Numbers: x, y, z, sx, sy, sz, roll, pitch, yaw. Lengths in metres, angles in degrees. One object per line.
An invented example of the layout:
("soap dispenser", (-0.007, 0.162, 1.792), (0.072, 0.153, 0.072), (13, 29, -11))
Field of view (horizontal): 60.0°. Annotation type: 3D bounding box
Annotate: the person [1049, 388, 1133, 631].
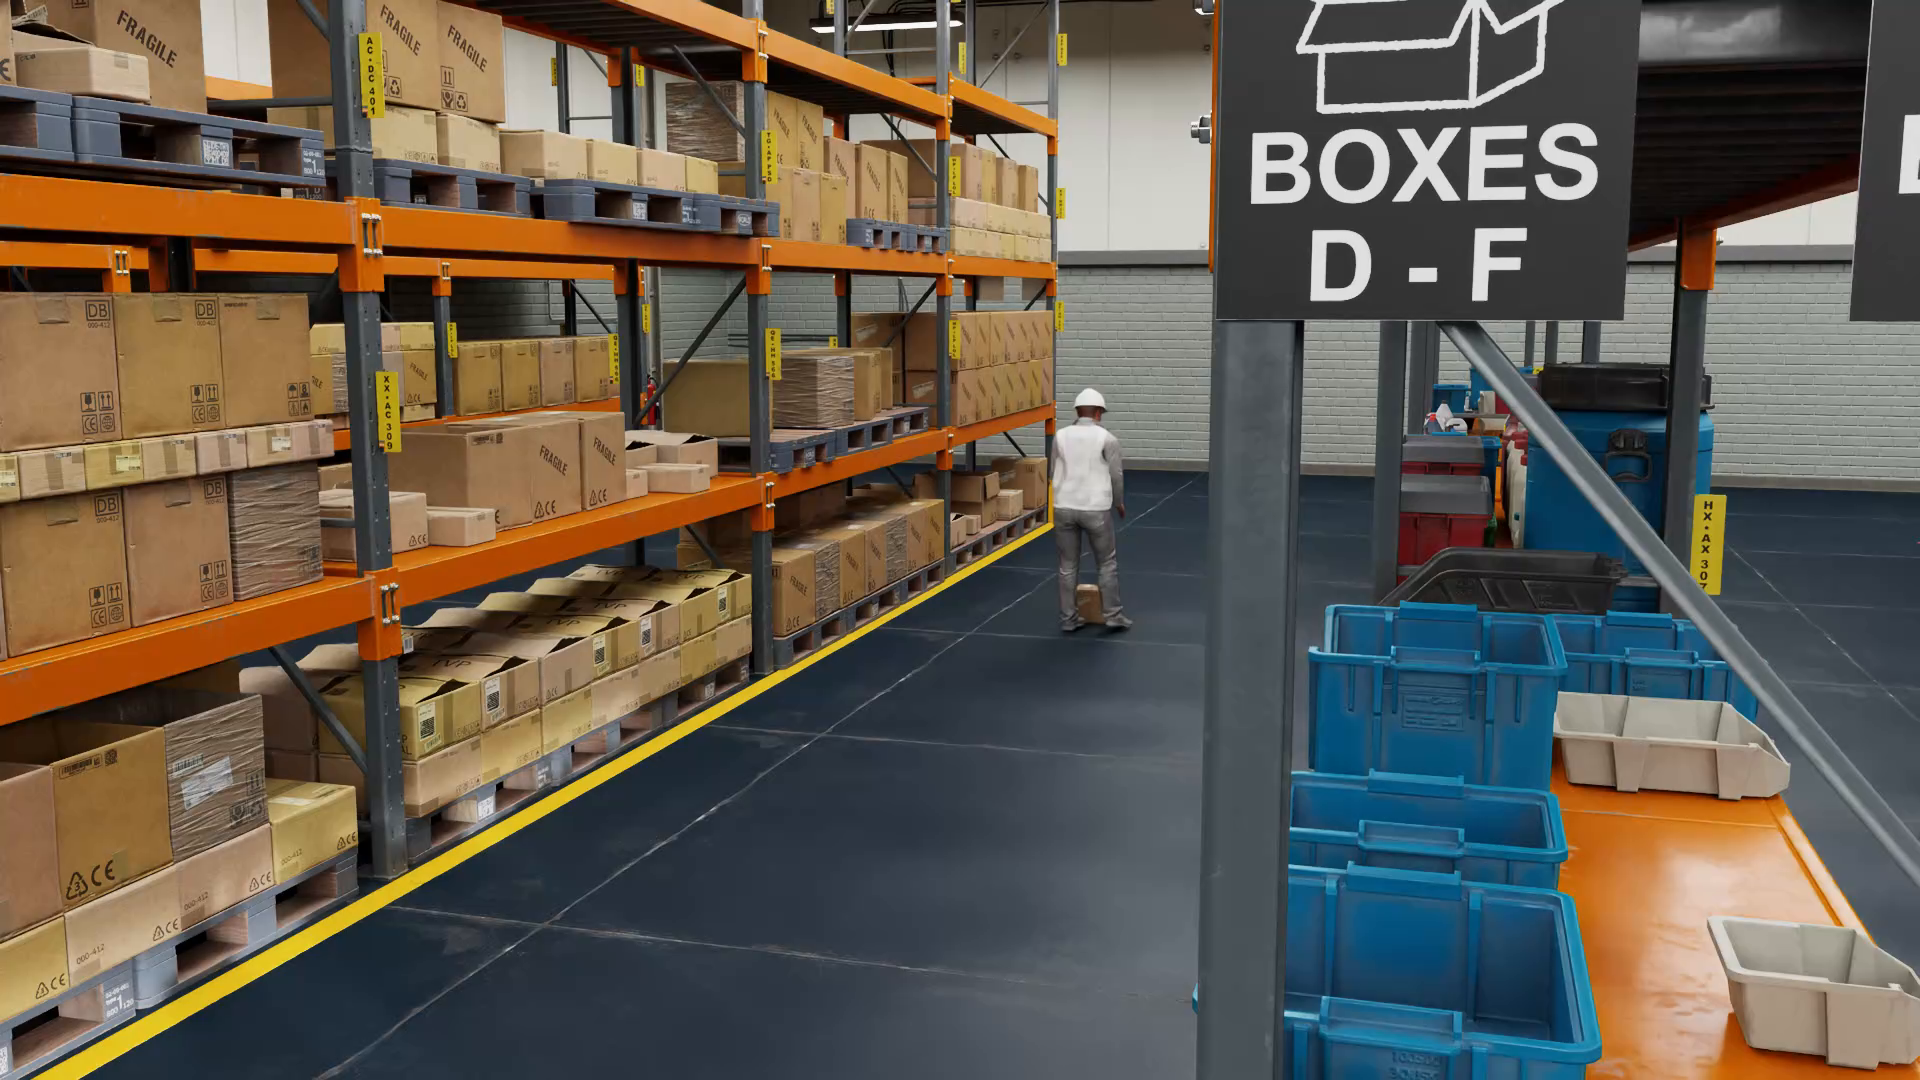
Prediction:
("person", (0.946, -0.217, 12.190), (0.582, 1.783, 0.540), (3, 9, 21))
